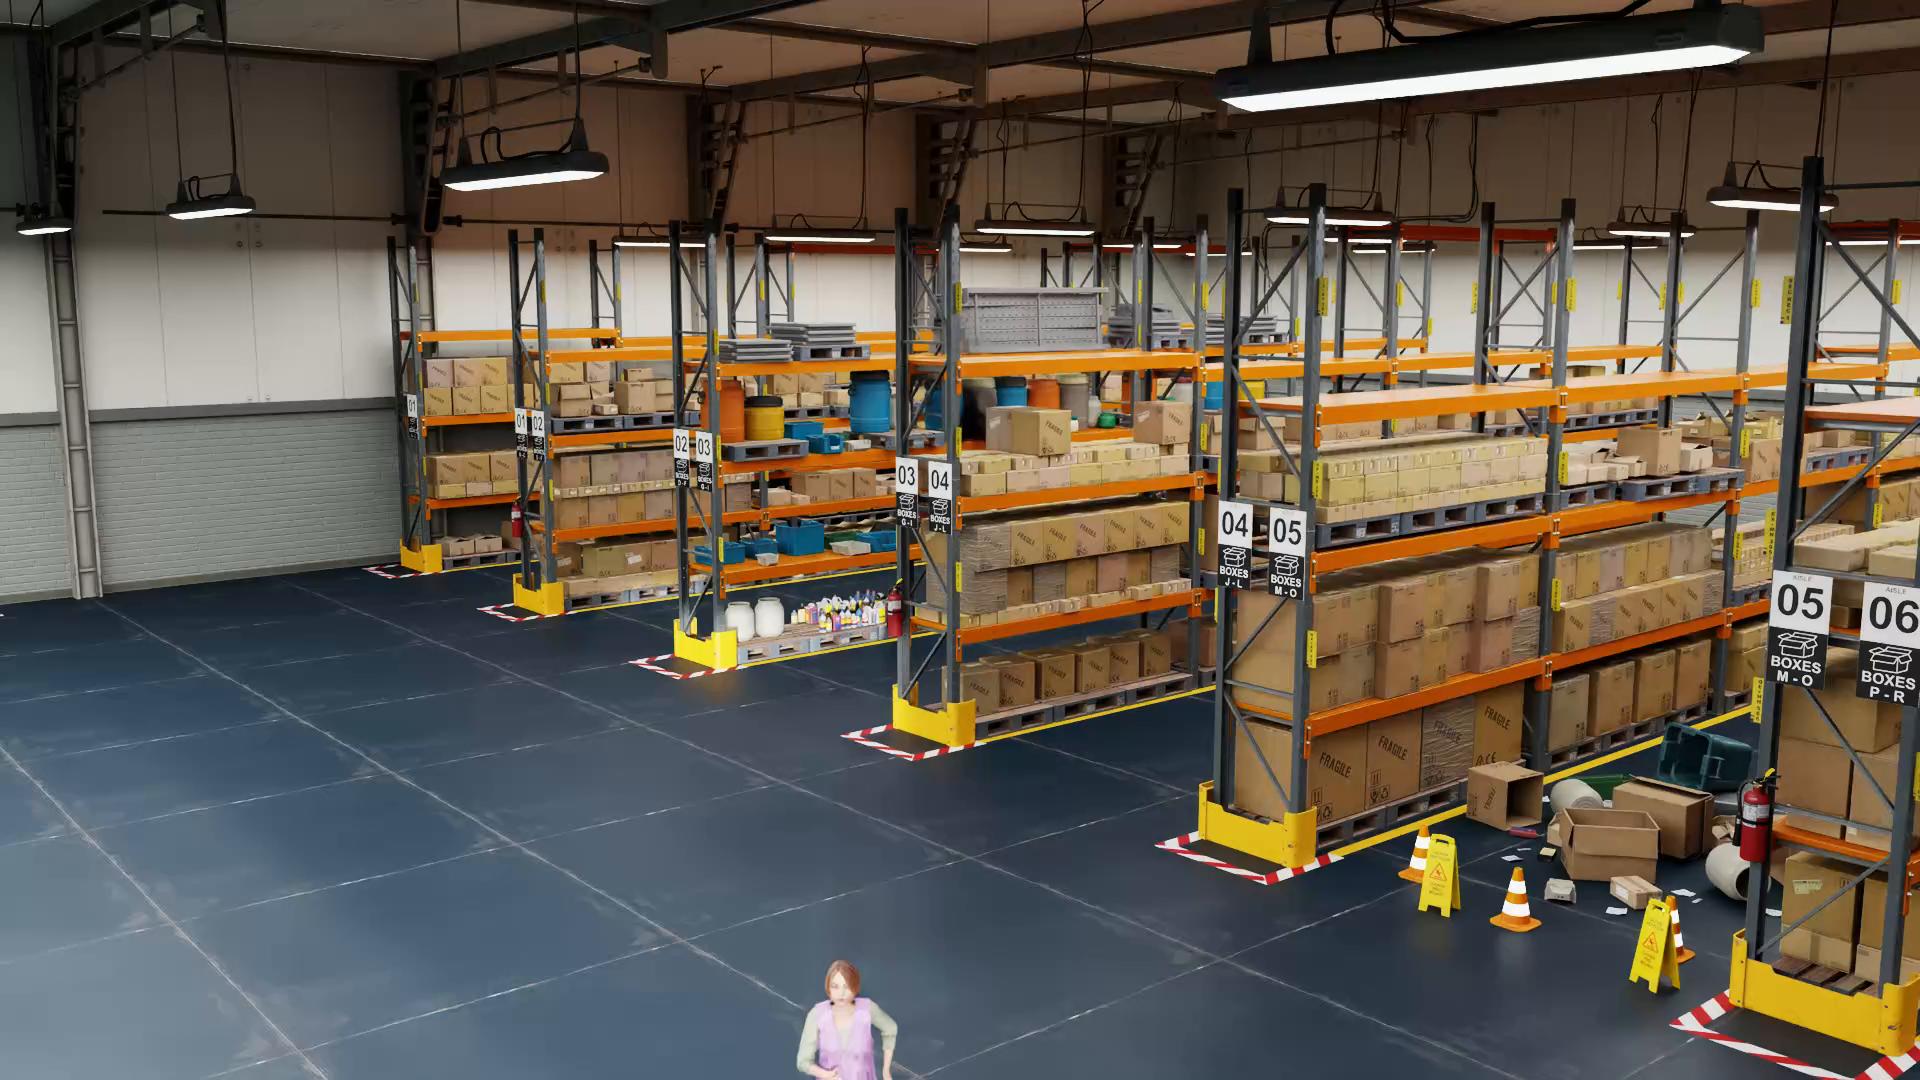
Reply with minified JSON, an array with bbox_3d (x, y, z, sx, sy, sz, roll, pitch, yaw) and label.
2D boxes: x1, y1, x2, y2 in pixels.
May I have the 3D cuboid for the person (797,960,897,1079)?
[{"bbox_3d":[-0.605,3.033,8.885,0.507,1.641,0.702,1,9,3],"label":"person"}]
